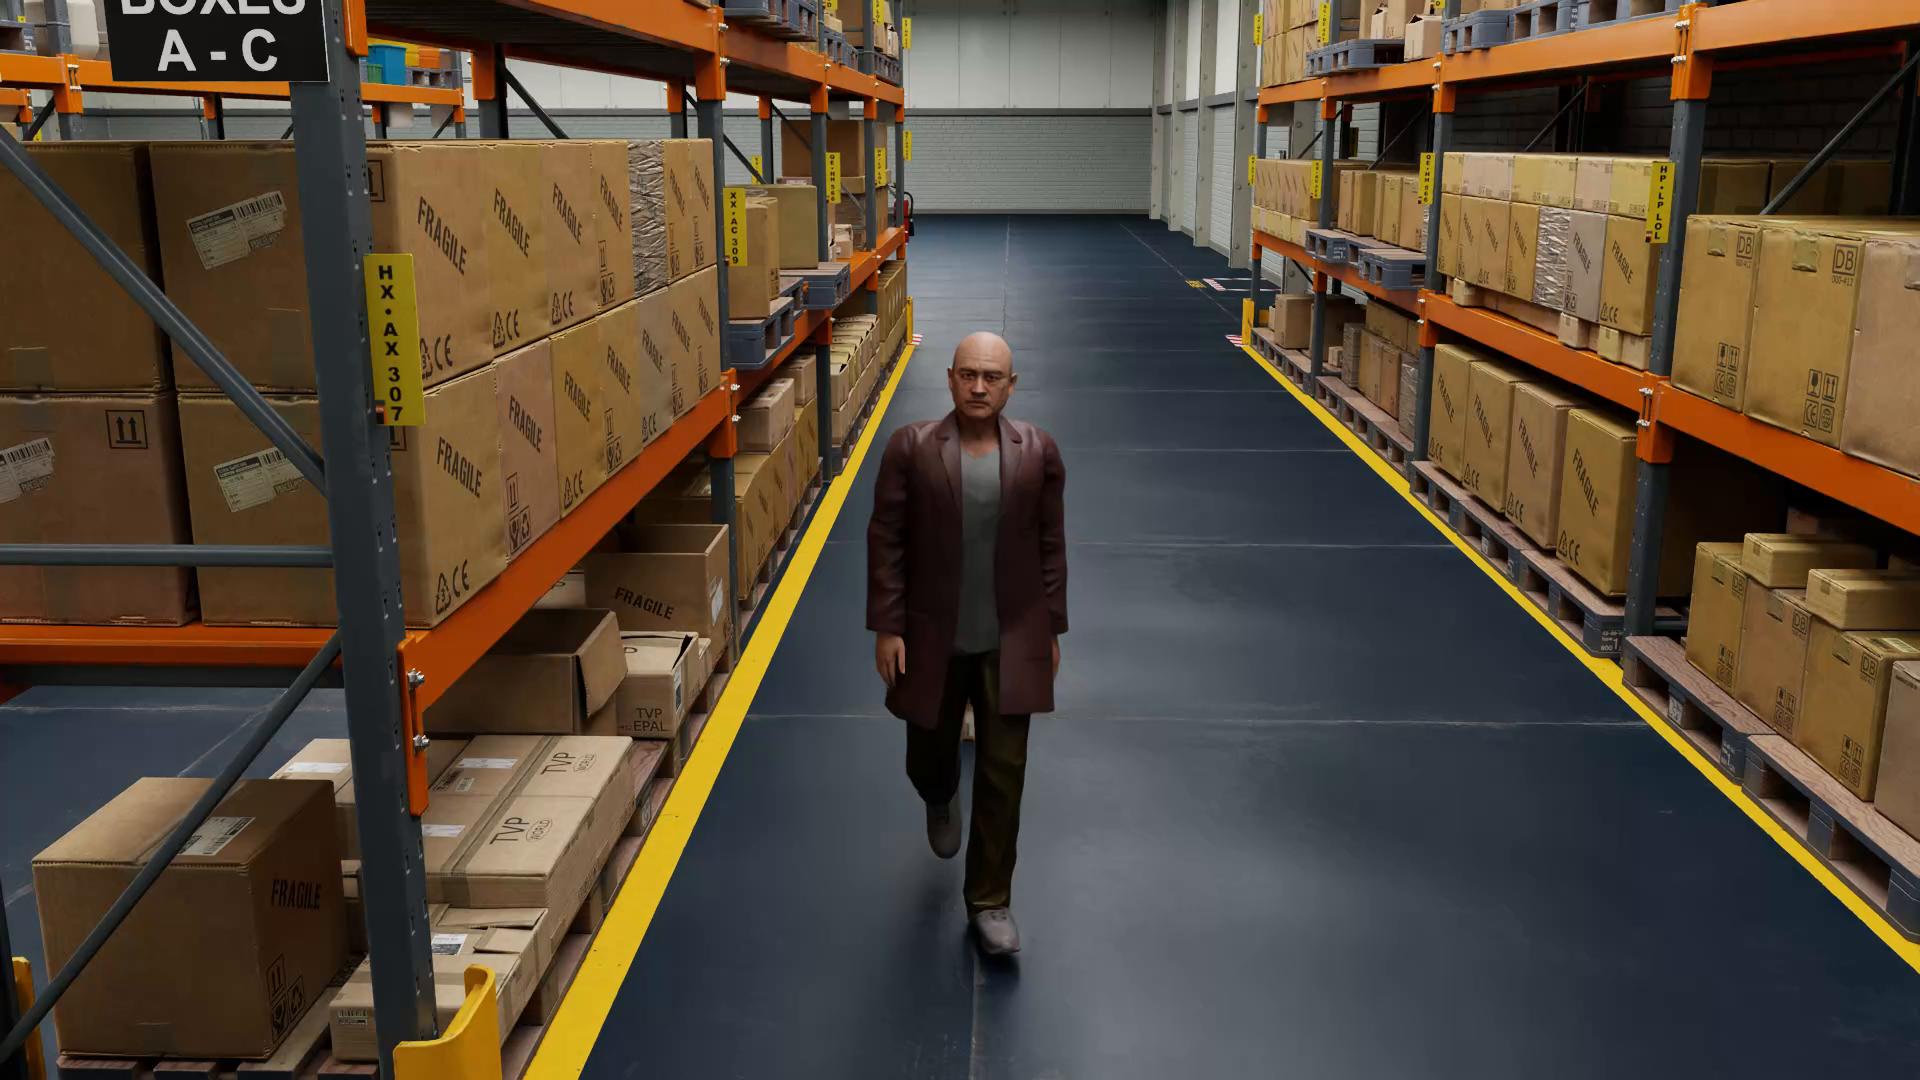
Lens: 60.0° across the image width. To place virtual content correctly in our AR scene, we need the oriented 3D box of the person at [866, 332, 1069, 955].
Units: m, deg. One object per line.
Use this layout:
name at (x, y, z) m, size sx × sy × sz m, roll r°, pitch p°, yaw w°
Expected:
person at (0.020, 0.256, 4.914) m, size 0.597 × 1.754 × 0.866 m, roll -1°, pitch 14°, yaw -3°
